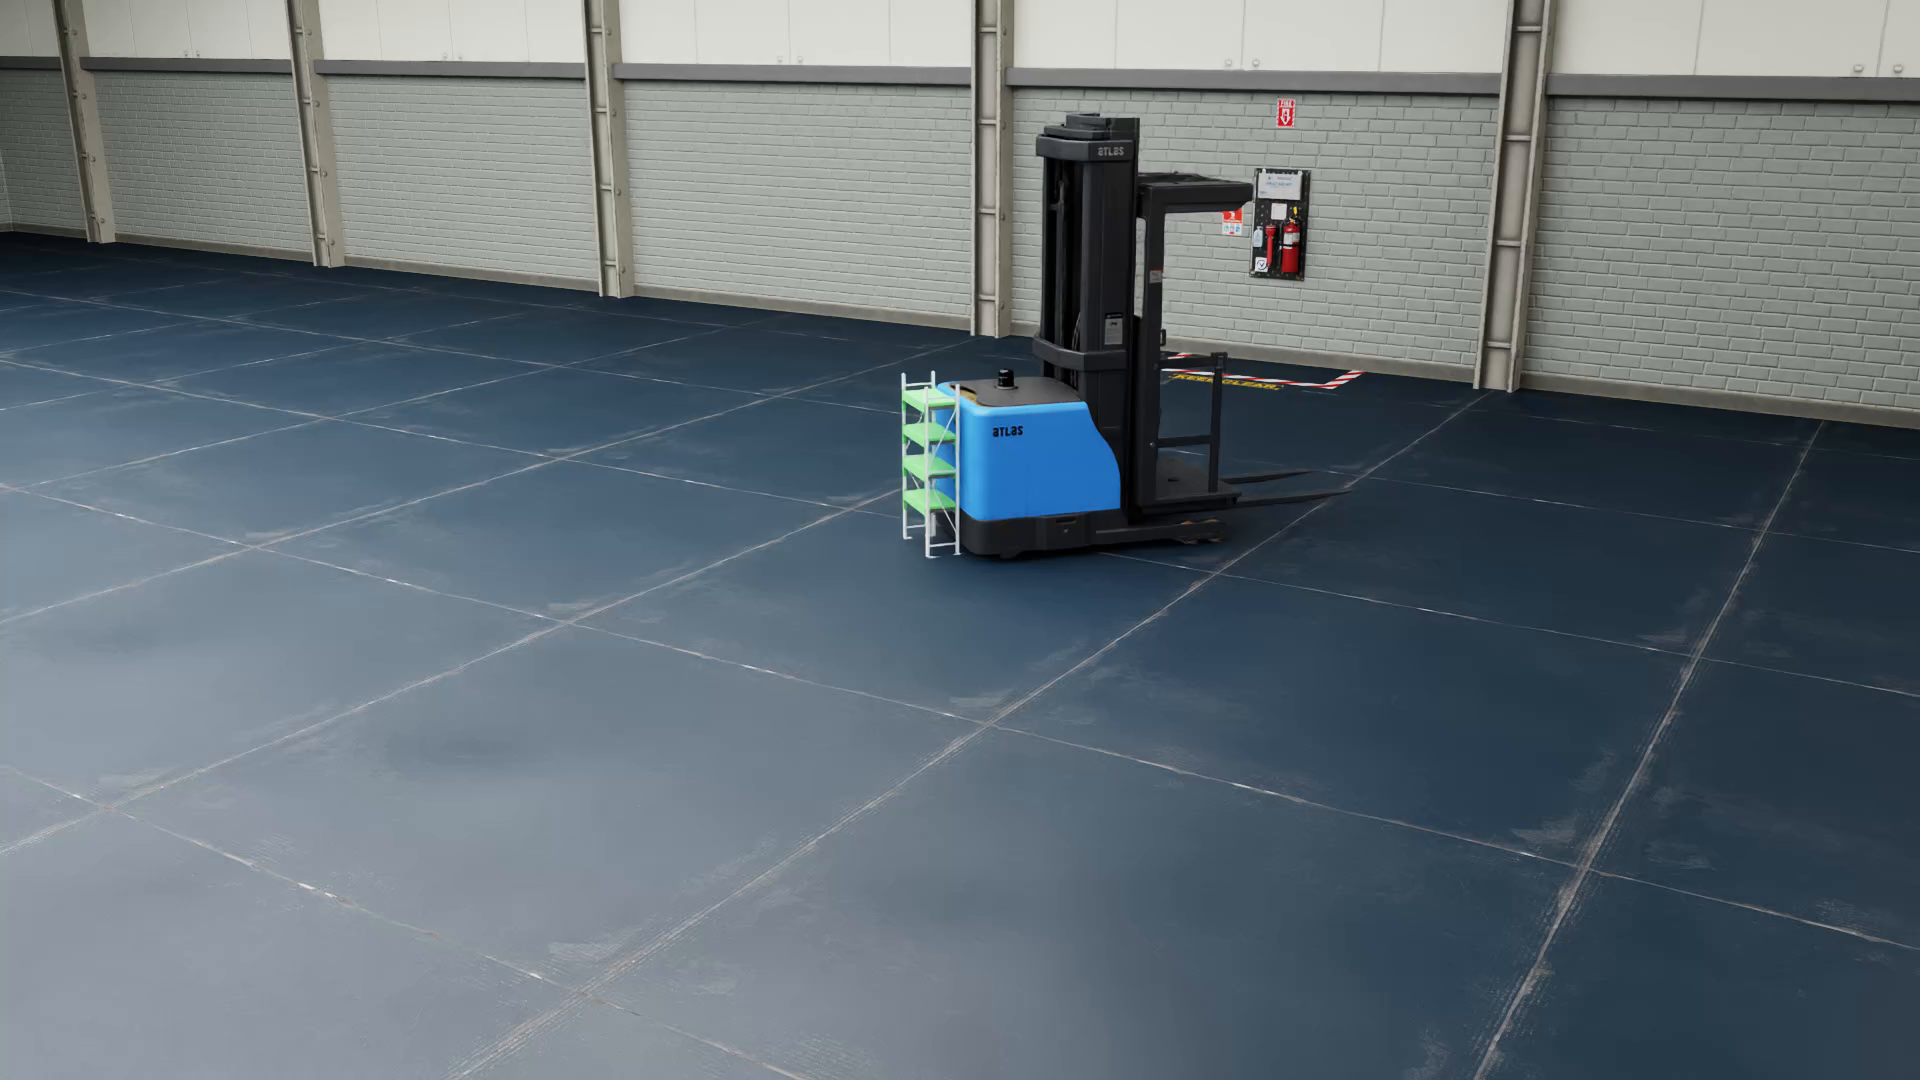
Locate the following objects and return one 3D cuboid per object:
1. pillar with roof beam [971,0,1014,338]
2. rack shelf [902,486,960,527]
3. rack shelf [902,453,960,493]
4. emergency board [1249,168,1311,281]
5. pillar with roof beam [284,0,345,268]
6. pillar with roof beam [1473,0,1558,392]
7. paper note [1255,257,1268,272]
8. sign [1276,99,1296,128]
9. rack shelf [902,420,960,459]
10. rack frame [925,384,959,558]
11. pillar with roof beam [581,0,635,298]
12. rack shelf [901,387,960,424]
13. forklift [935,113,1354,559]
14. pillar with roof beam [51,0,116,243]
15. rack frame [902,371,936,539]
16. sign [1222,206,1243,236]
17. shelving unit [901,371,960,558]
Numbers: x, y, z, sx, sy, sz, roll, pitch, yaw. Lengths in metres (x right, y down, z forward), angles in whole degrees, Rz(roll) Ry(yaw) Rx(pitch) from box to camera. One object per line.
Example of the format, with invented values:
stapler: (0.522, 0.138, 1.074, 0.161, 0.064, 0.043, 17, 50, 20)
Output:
pillar with roof beam: (-1.880, -5.708, 15.191, 0.400, 9.000, 9.100, 10, 20, 30)
rack shelf: (-0.205, -0.237, 11.642, 0.258, 0.148, 0.480, -6, 18, -19)
rack shelf: (-0.205, -0.466, 11.572, 0.258, 0.148, 0.480, -6, 18, -19)
emergency board: (3.400, -3.377, 17.837, 0.643, 1.169, 0.194, 10, 20, 30)
pillar with roof beam: (-12.106, -7.534, 21.200, 0.400, 9.000, 9.100, 10, 20, 30)
pillar with roof beam: (3.232, -4.796, 12.186, 0.400, 9.000, 9.100, 10, 20, 30)
paper note: (3.285, -2.999, 18.110, 0.142, 0.148, 0.016, 10, 20, 30)
sign: (3.445, -4.512, 17.585, 0.199, 0.298, 0.001, 10, 20, 30)
rack shelf: (-0.205, -0.696, 11.502, 0.258, 0.148, 0.480, -6, 18, -19)
rack frame: (-0.120, -0.461, 11.335, 0.240, 1.200, 0.015, -6, 18, -19)
pillar with roof beam: (-6.993, -6.621, 18.195, 0.400, 9.000, 9.100, 10, 20, 30)
rack shelf: (-0.205, -0.926, 11.432, 0.258, 0.148, 0.480, -6, 18, -19)
forklift: (1.378, -1.507, 11.798, 3.031, 2.935, 1.130, -6, 18, -18)
pillar with roof beam: (-17.219, -8.446, 24.204, 0.400, 9.000, 9.100, 10, 20, 30)
rack frame: (-0.290, -0.594, 11.772, 0.240, 1.200, 0.015, -6, 18, -19)
sign: (2.982, -3.504, 18.193, 0.234, 0.329, 0.001, 10, 20, 30)
shelving unit: (-0.205, -0.527, 11.553, 0.258, 1.200, 0.503, -6, 18, -19)
